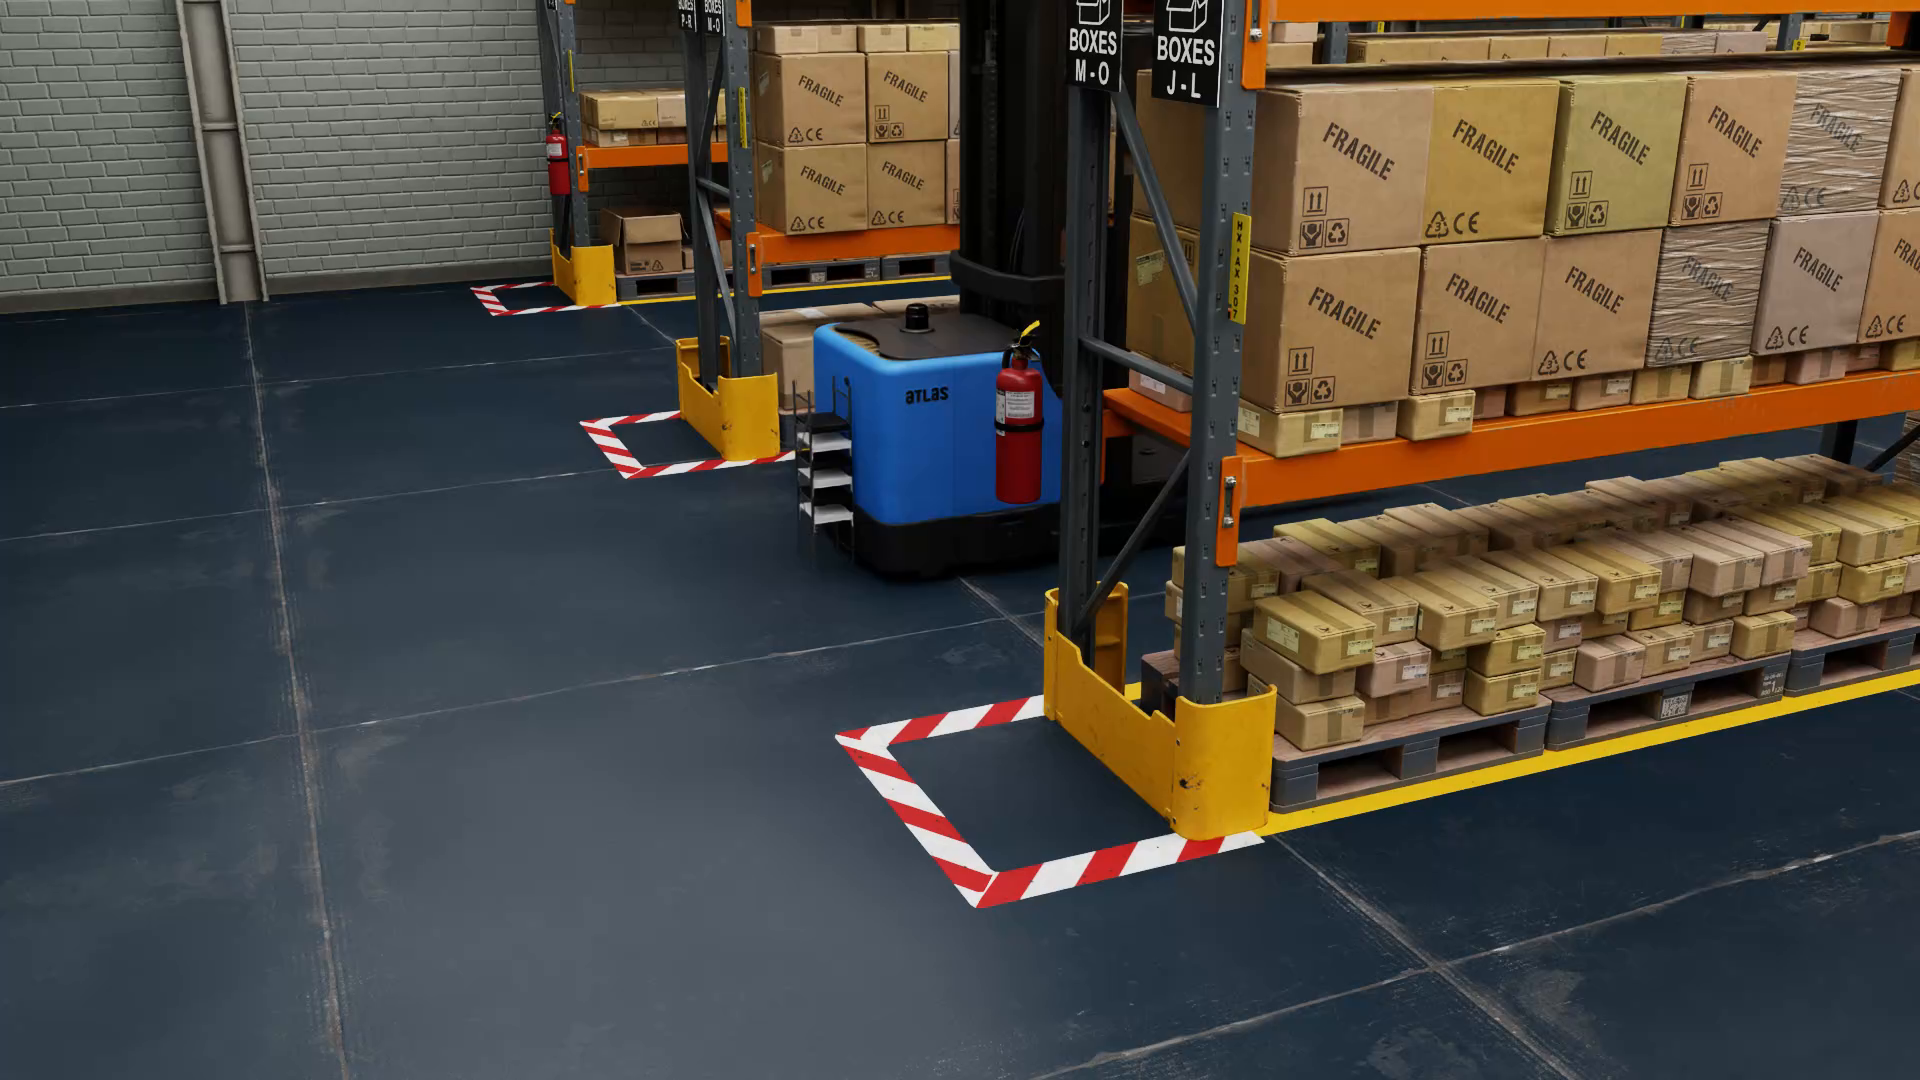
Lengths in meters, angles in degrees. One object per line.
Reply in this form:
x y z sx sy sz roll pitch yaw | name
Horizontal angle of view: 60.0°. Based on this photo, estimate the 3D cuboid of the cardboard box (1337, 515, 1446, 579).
1.718 0.037 6.666 0.250 0.149 0.380 -9 21 -24 | cardboard box

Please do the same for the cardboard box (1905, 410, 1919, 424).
4.885 -0.653 7.863 0.500 0.250 0.500 -9 21 -23 | cardboard box

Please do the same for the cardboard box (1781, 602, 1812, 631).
3.298 0.257 6.935 0.250 0.149 0.380 -9 21 -23 | cardboard box

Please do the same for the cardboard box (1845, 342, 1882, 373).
3.406 -0.781 6.602 0.250 0.149 0.380 -9 21 -23 | cardboard box

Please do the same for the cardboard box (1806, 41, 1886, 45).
7.161 -3.796 13.556 0.500 0.500 0.500 -10 22 -26 | cardboard box

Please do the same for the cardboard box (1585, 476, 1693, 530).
2.918 -0.141 7.171 0.250 0.149 0.380 -8 21 -21 | cardboard box

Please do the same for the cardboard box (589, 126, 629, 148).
-2.984 -3.430 14.125 0.250 0.149 0.380 -8 21 -22 | cardboard box

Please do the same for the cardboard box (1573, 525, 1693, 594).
2.638 0.080 6.543 0.250 0.149 0.380 -8 21 -22 | cardboard box

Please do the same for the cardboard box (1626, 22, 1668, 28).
7.798 -5.795 18.888 0.250 0.149 0.380 -8 21 -22 | cardboard box

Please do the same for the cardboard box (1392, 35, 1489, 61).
3.222 -3.166 11.342 0.500 0.500 0.500 -8 21 -22 | cardboard box

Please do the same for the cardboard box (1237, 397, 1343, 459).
1.056 -0.403 5.530 0.250 0.149 0.380 -8 21 -22 | cardboard box

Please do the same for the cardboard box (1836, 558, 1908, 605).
3.656 0.119 6.879 0.250 0.149 0.380 -9 21 -24 | cardboard box

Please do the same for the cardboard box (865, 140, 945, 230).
-0.417 -2.173 10.027 0.500 0.500 0.500 -8 21 -23 | cardboard box

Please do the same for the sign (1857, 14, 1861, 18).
11.083 -6.309 20.502 0.005 0.325 0.100 -8 21 -22 | sign

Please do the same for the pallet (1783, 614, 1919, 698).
3.699 0.309 7.327 1.213 0.211 1.003 -8 21 -22 | pallet

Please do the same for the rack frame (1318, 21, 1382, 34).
3.951 -4.641 17.187 0.127 3.000 1.000 -8 21 -22 | rack frame

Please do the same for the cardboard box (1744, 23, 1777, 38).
8.974 -5.755 18.776 0.250 0.149 0.380 -9 21 -23 | cardboard box

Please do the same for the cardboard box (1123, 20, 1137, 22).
0.892 -3.140 10.291 0.250 0.149 0.380 -9 21 -23 | cardboard box

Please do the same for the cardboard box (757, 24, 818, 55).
-0.989 -2.863 9.503 0.250 0.149 0.380 -8 21 -21 | cardboard box

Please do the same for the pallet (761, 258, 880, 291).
-1.474 -2.548 15.440 1.213 0.211 1.003 -8 21 -22 | pallet

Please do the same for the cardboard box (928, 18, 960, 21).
-0.025 -3.193 10.442 0.250 0.149 0.380 -8 21 -21 | cardboard box

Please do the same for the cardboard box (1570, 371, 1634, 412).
2.222 -0.597 6.078 0.250 0.149 0.380 -9 21 -23 | cardboard box

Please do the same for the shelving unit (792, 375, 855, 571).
-0.662 -0.325 8.091 0.210 0.900 0.258 -9 21 -23 | shelving unit

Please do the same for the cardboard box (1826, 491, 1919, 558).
3.859 -0.068 6.962 0.250 0.149 0.380 -8 21 -21 | cardboard box

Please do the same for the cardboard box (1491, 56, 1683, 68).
2.374 -1.583 6.397 0.500 0.500 0.500 -9 21 -24 | cardboard box

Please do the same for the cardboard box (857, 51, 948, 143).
-0.400 -2.641 9.849 0.500 0.500 0.500 -9 21 -23 | cardboard box

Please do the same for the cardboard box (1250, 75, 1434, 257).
1.146 -1.216 5.357 0.500 0.500 0.500 -8 21 -22 | cardboard box

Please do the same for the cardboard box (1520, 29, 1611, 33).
4.438 -3.525 12.360 0.500 0.500 0.500 -8 21 -20 | cardboard box

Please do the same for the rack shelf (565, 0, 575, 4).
-1.558 -4.927 14.566 4.000 0.370 1.077 -8 21 -22 | rack shelf

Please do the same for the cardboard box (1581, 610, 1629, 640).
2.392 0.246 6.521 0.250 0.149 0.380 -7 21 -19 | cardboard box

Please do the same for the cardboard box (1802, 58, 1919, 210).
3.504 -1.551 6.306 0.500 0.500 0.500 -9 21 -24 | cardboard box

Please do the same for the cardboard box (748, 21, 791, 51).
-1.175 -3.009 9.917 0.250 0.149 0.380 -8 21 -21 | cardboard box

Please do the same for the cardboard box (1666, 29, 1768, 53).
5.550 -3.499 12.287 0.500 0.500 0.500 -9 21 -23 | cardboard box

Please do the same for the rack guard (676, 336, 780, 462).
-1.447 -0.893 10.306 0.348 0.500 1.175 -8 21 -22 | rack guard

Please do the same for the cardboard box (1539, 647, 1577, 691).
2.144 0.439 6.419 0.250 0.149 0.380 -8 21 -22 | cardboard box

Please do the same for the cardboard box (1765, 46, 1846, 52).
6.426 -3.502 12.721 0.500 0.500 0.500 -9 21 -23 | cardboard box

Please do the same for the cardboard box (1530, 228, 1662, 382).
2.087 -0.880 5.907 0.500 0.500 0.500 -8 21 -21 | cardboard box

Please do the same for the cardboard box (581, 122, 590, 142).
-3.196 -3.596 14.596 0.250 0.149 0.380 -8 21 -23 | cardboard box

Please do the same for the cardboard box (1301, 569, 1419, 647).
1.450 0.248 6.064 0.250 0.149 0.380 -8 21 -21 | cardboard box

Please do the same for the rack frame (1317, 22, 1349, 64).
2.248 -2.602 11.395 0.127 3.000 1.000 -8 21 -22 | rack frame

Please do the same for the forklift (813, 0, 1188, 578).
0.809 -1.511 8.401 3.031 2.935 1.130 -9 21 -23 | forklift

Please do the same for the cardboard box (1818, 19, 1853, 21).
10.414 -6.145 19.882 0.250 0.149 0.380 -8 21 -21 | cardboard box

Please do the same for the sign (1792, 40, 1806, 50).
6.144 -3.505 12.217 0.005 0.325 0.100 -8 21 -22 | sign

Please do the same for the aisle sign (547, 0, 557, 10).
-3.341 -4.716 13.486 0.004 0.787 0.394 -8 21 -22 | aisle sign

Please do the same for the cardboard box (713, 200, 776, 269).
-1.995 -2.760 14.975 0.500 0.500 0.700 -7 21 -20 | cardboard box

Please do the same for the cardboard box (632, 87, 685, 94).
-2.603 -3.867 14.767 0.500 0.250 0.500 -8 21 -22 | cardboard box

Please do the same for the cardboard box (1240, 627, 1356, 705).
1.211 0.436 5.979 0.250 0.149 0.380 -7 21 -20 | cardboard box

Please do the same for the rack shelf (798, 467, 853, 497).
-0.662 -0.294 8.102 0.200 0.077 0.258 -9 21 -23 | rack shelf
